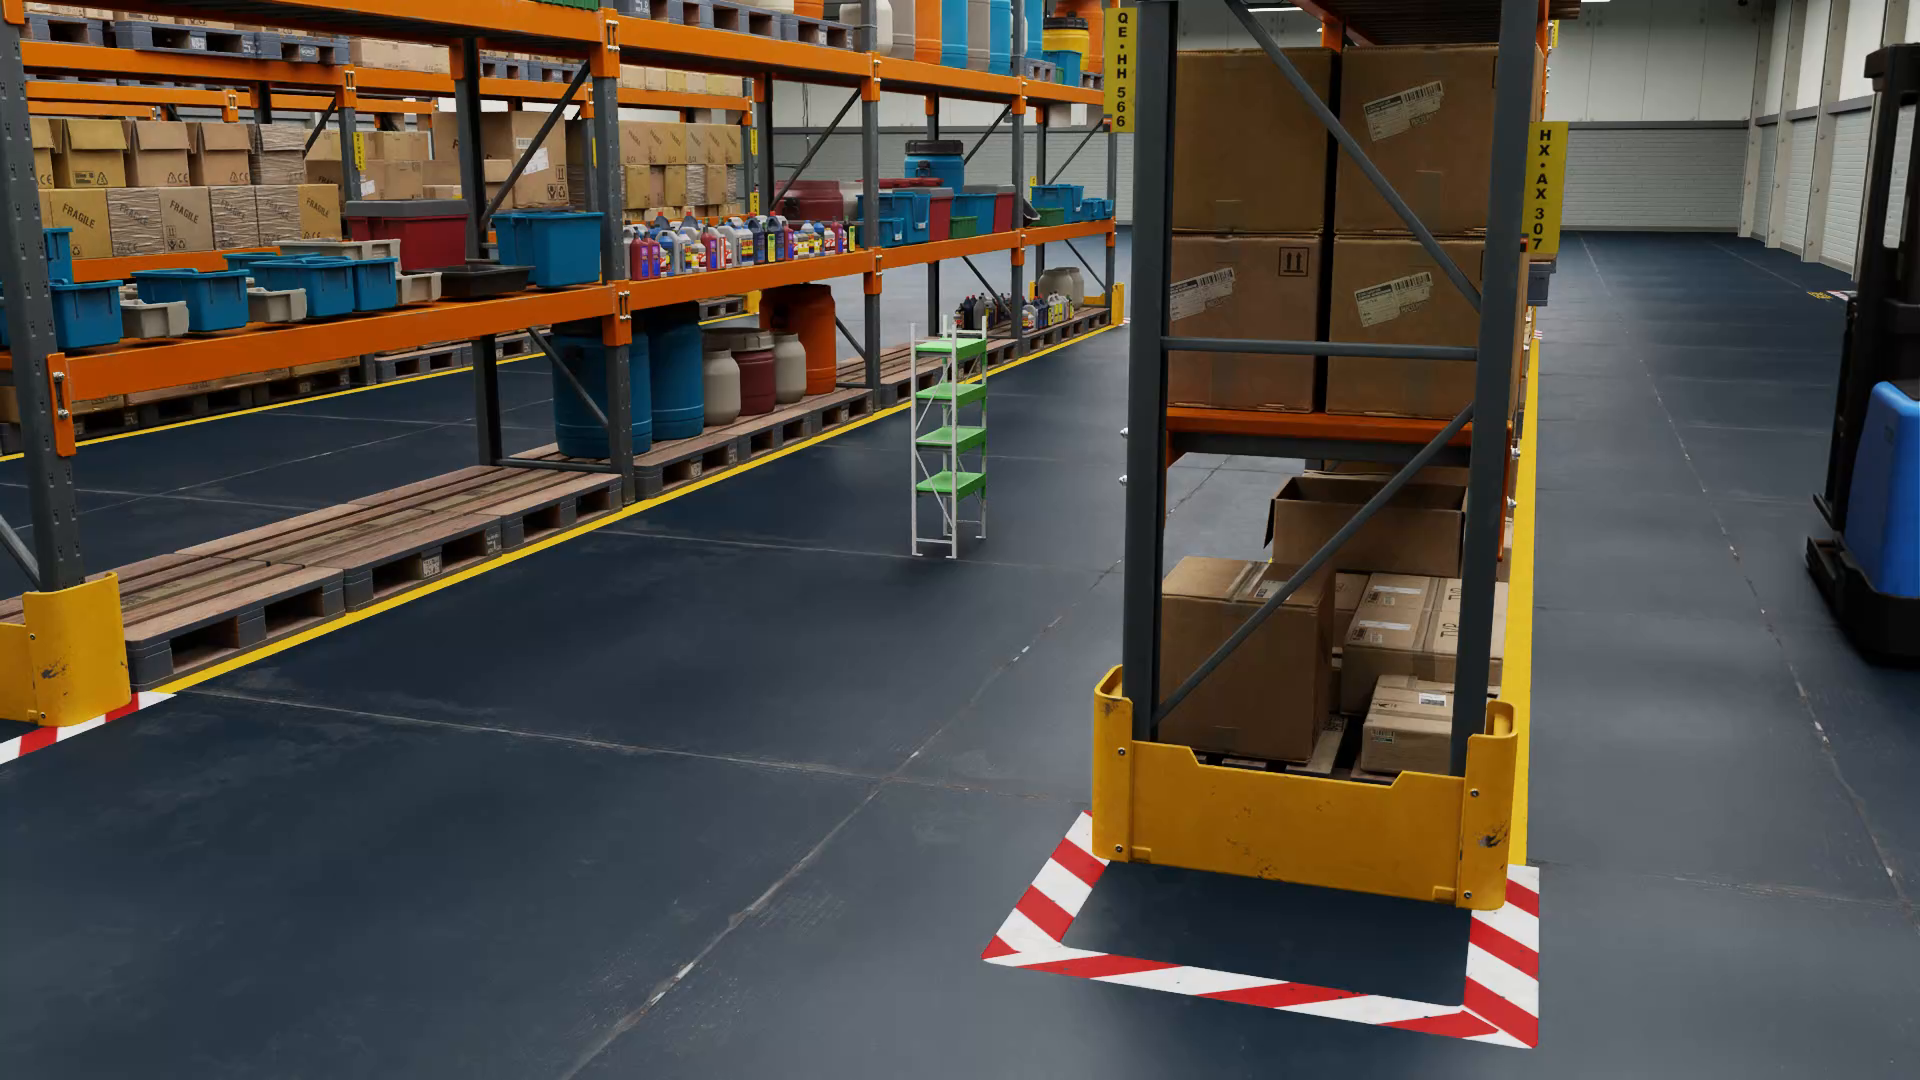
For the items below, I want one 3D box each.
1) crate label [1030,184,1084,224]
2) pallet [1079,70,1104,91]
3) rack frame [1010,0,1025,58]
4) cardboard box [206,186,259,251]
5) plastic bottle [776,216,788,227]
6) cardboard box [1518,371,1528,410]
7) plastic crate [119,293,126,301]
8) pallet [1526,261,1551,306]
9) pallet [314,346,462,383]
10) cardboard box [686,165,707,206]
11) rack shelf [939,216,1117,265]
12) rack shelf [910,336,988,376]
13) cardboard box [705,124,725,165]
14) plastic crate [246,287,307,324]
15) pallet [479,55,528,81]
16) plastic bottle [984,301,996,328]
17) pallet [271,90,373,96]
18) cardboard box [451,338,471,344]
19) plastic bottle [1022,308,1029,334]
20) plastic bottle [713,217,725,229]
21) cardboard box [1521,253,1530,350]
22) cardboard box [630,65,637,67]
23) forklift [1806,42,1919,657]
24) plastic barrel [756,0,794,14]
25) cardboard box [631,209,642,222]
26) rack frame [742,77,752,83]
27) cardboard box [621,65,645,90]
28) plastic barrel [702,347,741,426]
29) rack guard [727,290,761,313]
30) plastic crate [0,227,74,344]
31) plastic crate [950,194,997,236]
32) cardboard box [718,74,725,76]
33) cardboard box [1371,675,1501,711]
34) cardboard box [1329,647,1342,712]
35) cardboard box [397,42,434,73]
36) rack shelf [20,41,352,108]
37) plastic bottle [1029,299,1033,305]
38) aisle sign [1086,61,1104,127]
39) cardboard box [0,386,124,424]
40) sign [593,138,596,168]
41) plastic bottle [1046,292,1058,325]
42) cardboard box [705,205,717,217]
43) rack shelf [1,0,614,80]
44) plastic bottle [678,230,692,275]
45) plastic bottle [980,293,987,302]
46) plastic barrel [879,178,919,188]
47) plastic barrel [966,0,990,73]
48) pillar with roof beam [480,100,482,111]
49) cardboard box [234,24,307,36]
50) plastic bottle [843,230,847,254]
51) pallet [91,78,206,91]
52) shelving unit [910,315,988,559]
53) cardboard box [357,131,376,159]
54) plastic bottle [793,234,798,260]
[{"bbox_3d":[1.109,-3.843,19.006,0.502,0.435,0.616,4,14,18],"label":"crate label"},{"bbox_3d":[1.088,-5.436,19.748,1.003,0.211,1.213,4,14,18],"label":"pallet"},{"bbox_3d":[0.154,-6.316,16.435,1.000,3.000,0.127,4,14,18],"label":"rack frame"},{"bbox_3d":[-6.083,-2.618,13.493,0.500,0.500,0.500,4,13,17],"label":"cardboard box"},{"bbox_3d":[-1.442,-2.409,13.081,0.152,0.276,0.135,4,14,18],"label":"plastic bottle"},{"bbox_3d":[3.993,-1.144,12.497,0.500,0.250,0.500,4,14,18],"label":"cardboard box"},{"bbox_3d":[-3.636,-0.950,6.865,0.396,0.136,0.243,4,14,18],"label":"plastic crate"},{"bbox_3d":[2.613,-1.416,8.881,1.003,0.211,1.213,4,14,18],"label":"pallet"},{"bbox_3d":[-5.572,-1.710,16.006,1.003,0.211,1.213,4,14,18],"label":"pallet"},{"bbox_3d":[-3.693,-4.453,20.865,0.875,0.500,0.500,4,14,18],"label":"cardboard box"},{"bbox_3d":[0.801,-3.461,19.028,1.077,0.370,4.000,4,14,18],"label":"rack shelf"},{"bbox_3d":[-0.054,-0.956,8.609,0.258,0.148,0.480,4,14,18],"label":"rack shelf"},{"bbox_3d":[-3.338,-5.031,21.151,0.500,0.500,0.500,4,14,18],"label":"cardboard box"},{"bbox_3d":[-2.935,-0.997,7.075,0.250,0.136,0.298,4,14,18],"label":"plastic crate"},{"bbox_3d":[-5.165,-4.777,16.859,1.213,0.211,1.003,4,14,18],"label":"pallet"},{"bbox_3d":[0.300,-2.469,18.195,0.152,0.276,0.135,4,14,18],"label":"plastic bottle"},{"bbox_3d":[-8.522,-5.972,21.872,1.003,0.211,1.213,4,14,18],"label":"pallet"},{"bbox_3d":[-5.284,-2.281,16.870,0.700,0.500,0.500,6,14,23],"label":"cardboard box"},{"bbox_3d":[0.672,-2.311,17.513,0.097,0.271,0.097,0,13,0],"label":"plastic bottle"},{"bbox_3d":[-1.822,-2.301,12.593,0.061,0.283,0.133,4,14,18],"label":"plastic bottle"},{"bbox_3d":[1.841,-0.949,6.182,0.500,0.500,0.500,5,14,19],"label":"cardboard box"},{"bbox_3d":[-3.967,-5.549,19.257,0.380,0.149,0.250,5,14,20],"label":"cardboard box"},{"bbox_3d":[4.672,-1.180,7.571,1.130,2.935,3.031,5,14,20],"label":"forklift"},{"bbox_3d":[-1.348,-3.912,12.012,0.301,0.262,0.301,0,13,0],"label":"plastic barrel"},{"bbox_3d":[-3.958,-3.808,19.496,0.380,0.149,0.250,4,14,18],"label":"cardboard box"},{"bbox_3d":[-3.238,-7.514,21.688,1.000,3.000,0.127,4,14,18],"label":"rack frame"},{"bbox_3d":[-3.978,-5.325,19.172,0.500,0.250,0.500,4,14,18],"label":"cardboard box"},{"bbox_3d":[-1.746,-1.073,11.595,0.421,0.512,0.421,0,13,0],"label":"plastic barrel"},{"bbox_3d":[-3.263,-3.355,22.563,1.175,0.500,0.348,4,14,18],"label":"rack guard"},{"bbox_3d":[-3.797,-0.995,6.390,0.616,0.435,0.499,4,14,18],"label":"plastic crate"},{"bbox_3d":[0.092,-3.128,15.989,0.392,0.384,0.575,4,14,18],"label":"plastic crate"},{"bbox_3d":[-3.213,-5.980,21.149,0.380,0.149,0.250,4,13,16],"label":"cardboard box"},{"bbox_3d":[1.499,0.544,5.242,0.380,0.166,0.250,4,14,18],"label":"cardboard box"},{"bbox_3d":[1.116,0.449,5.658,0.380,0.166,0.250,4,14,18],"label":"cardboard box"},{"bbox_3d":[-5.267,-4.483,15.485,0.500,0.250,0.500,5,14,20],"label":"cardboard box"},{"bbox_3d":[-6.474,-3.596,12.876,1.077,0.370,4.000,4,14,18],"label":"rack shelf"},{"bbox_3d":[0.858,-2.552,18.560,0.152,0.276,0.135,4,14,18],"label":"plastic bottle"},{"bbox_3d":[1.753,-5.494,20.476,0.394,0.787,0.004,4,14,18],"label":"aisle sign"},{"bbox_3d":[-6.932,-1.368,12.072,1.225,0.875,0.875,4,14,19],"label":"cardboard box"},{"bbox_3d":[-4.006,-4.273,18.365,0.100,0.325,0.005,4,14,18],"label":"sign"},{"bbox_3d":[1.007,-2.583,18.529,0.144,0.351,0.185,4,14,18],"label":"plastic bottle"},{"bbox_3d":[-3.344,-4.232,21.352,0.380,0.149,0.250,4,14,18],"label":"cardboard box"},{"bbox_3d":[-3.081,-2.397,7.624,1.077,0.370,4.000,4,14,18],"label":"rack shelf"},{"bbox_3d":[-1.742,-1.813,10.480,0.097,0.271,0.097,0,13,0],"label":"plastic bottle"},{"bbox_3d":[0.257,-2.579,18.509,0.144,0.351,0.185,4,14,18],"label":"plastic bottle"},{"bbox_3d":[-0.600,-3.117,15.597,0.433,0.535,0.433,0,13,0],"label":"plastic barrel"},{"bbox_3d":[-0.016,-4.837,15.572,0.600,0.901,0.600,0,13,0],"label":"plastic barrel"},{"bbox_3d":[-8.493,-11.983,41.265,9.100,9.000,0.400,4,14,18],"label":"pillar with roof beam"},{"bbox_3d":[-5.956,-4.489,13.998,0.797,0.503,0.637,5,14,22],"label":"cardboard box"},{"bbox_3d":[-0.922,-2.313,12.826,0.097,0.201,0.097,0,13,0],"label":"plastic bottle"},{"bbox_3d":[-9.443,-5.298,19.149,0.805,0.209,1.217,4,13,16],"label":"pallet"},{"bbox_3d":[-0.054,-0.550,8.702,0.258,1.200,0.503,4,14,18],"label":"shelving unit"},{"bbox_3d":[-8.456,-5.262,22.536,0.875,0.550,0.550,4,14,18],"label":"cardboard box"},{"bbox_3d":[-1.217,-2.121,11.985,0.097,0.201,0.097,0,13,0],"label":"plastic bottle"}]
